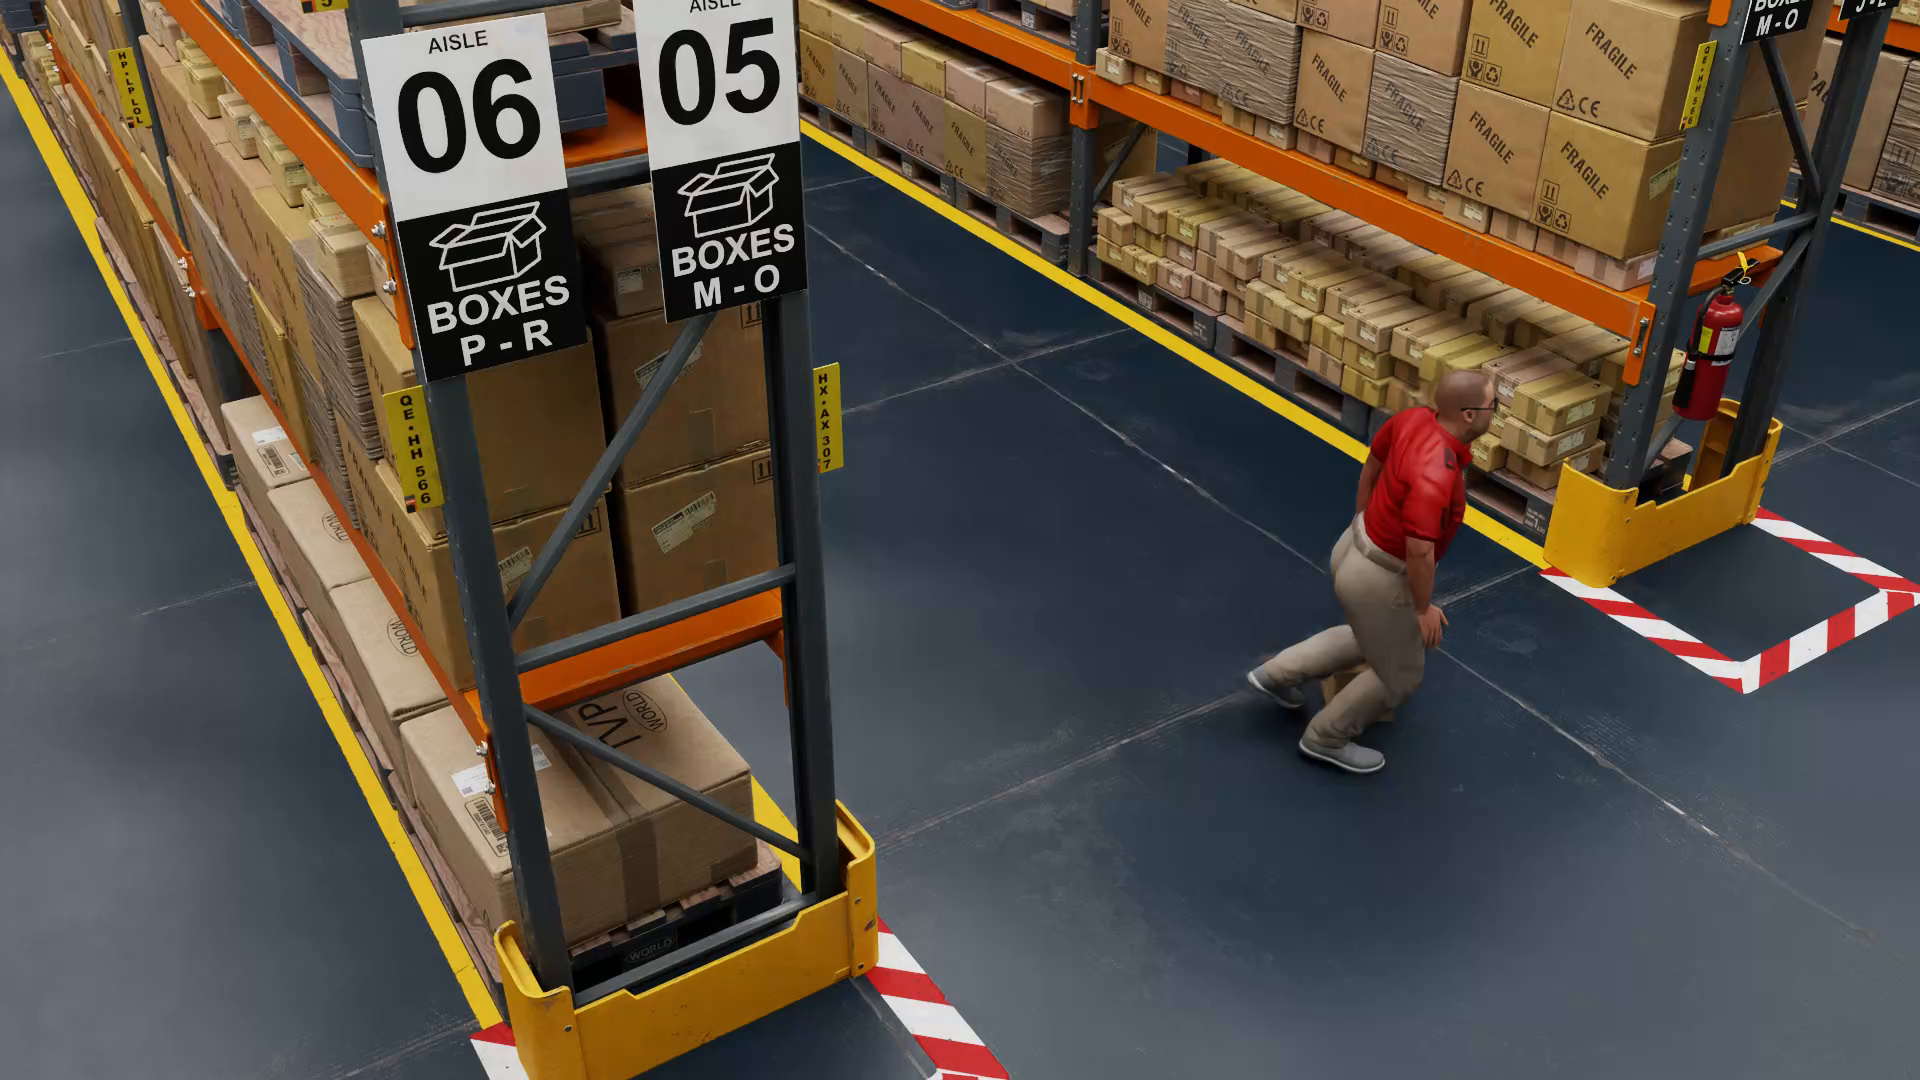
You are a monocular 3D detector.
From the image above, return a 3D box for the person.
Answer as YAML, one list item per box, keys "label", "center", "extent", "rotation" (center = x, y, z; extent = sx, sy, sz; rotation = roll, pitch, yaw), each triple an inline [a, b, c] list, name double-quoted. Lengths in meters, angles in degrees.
- label: "person"
  center: [1.475, 0.109, 6.072]
  extent: [0.732, 1.641, 0.695]
  rotation: [4, 33, 6]
